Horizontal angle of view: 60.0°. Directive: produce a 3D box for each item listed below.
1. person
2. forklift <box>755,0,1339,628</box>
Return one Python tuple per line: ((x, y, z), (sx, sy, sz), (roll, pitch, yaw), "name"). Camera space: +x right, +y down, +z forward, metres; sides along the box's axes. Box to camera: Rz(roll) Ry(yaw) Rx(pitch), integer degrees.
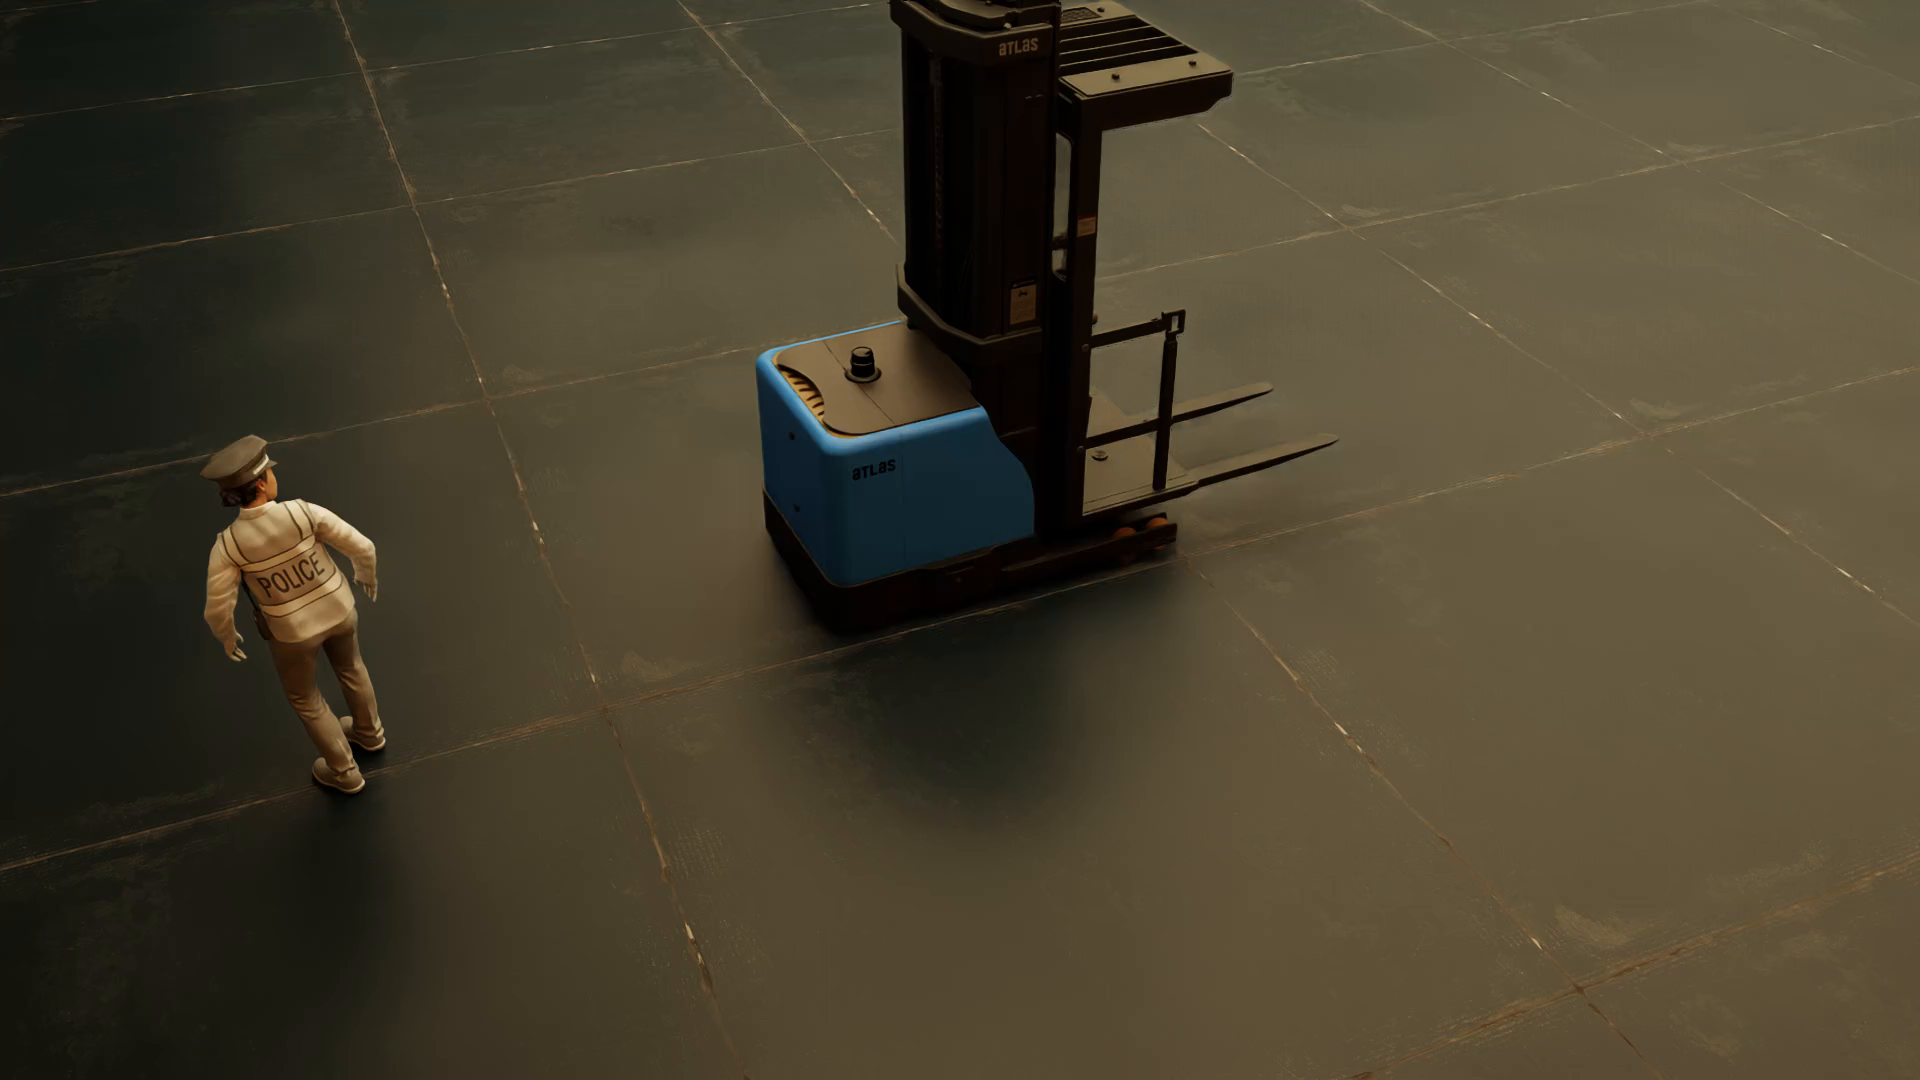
((-2.708, 0.311, 6.768), (0.693, 1.653, 0.468), (-28, 44, -34), "person")
((0.548, -1.353, 8.001), (3.031, 2.935, 1.130), (-16, 38, -21), "forklift")
